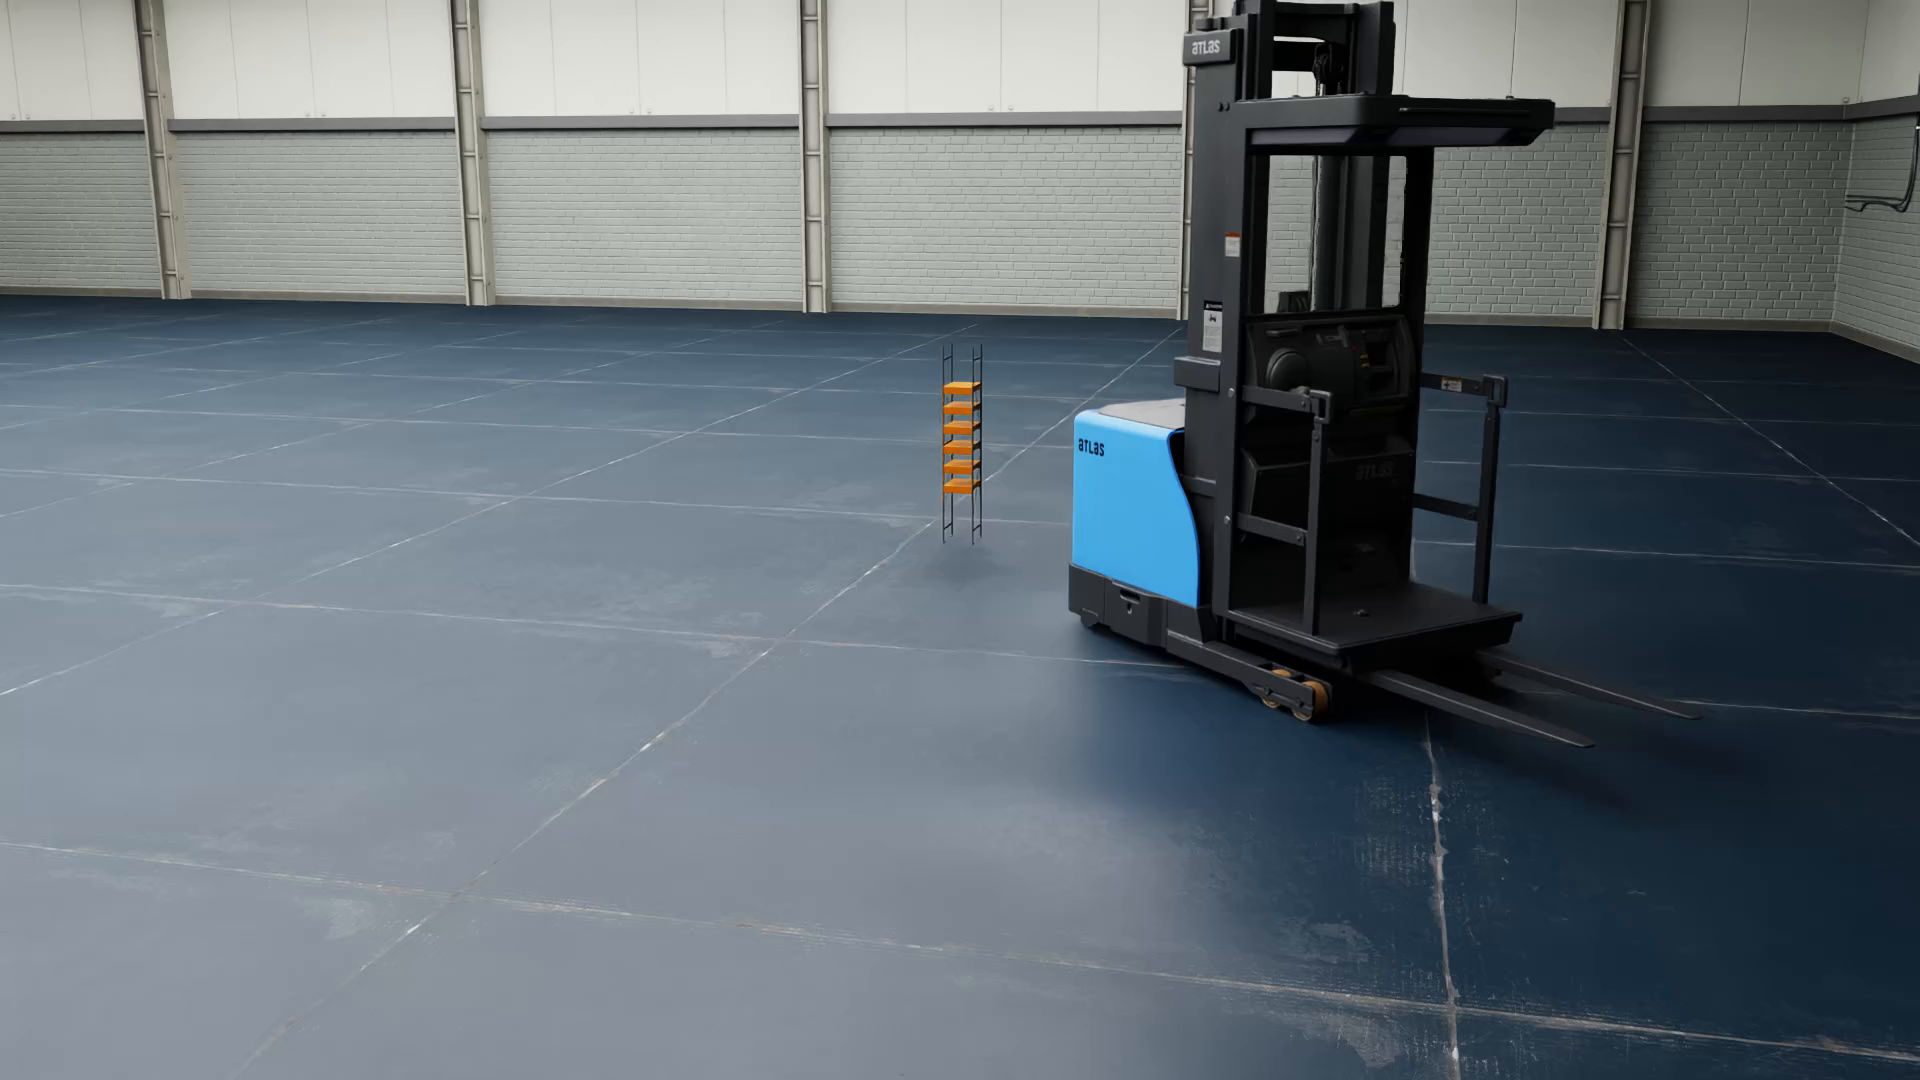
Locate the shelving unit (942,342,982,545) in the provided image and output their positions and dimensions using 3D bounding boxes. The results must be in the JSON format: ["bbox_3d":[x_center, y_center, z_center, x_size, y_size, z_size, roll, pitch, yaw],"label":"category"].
[{"bbox_3d":[0.014,-0.585,10.100,0.189,1.200,0.258,3,13,14],"label":"shelving unit"}]

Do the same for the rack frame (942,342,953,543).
[{"bbox_3d":[-0.075,-0.590,10.122,0.006,1.200,0.240,3,13,14],"label":"rack frame"}]

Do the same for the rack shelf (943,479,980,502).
[{"bbox_3d":[0.014,-0.307,10.162,0.180,0.103,0.258,3,13,14],"label":"rack shelf"}]

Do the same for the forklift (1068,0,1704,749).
[{"bbox_3d":[1.729,-0.797,7.061,1.130,2.935,3.031,-7,14,-30],"label":"forklift"}]

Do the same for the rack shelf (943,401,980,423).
[{"bbox_3d":[0.014,-0.776,10.058,0.180,0.103,0.258,3,13,14],"label":"rack shelf"}]

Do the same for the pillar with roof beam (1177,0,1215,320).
[{"bbox_3d":[2.496,-6.857,20.366,0.400,9.000,9.100,3,13,14],"label":"pillar with roof beam"}]

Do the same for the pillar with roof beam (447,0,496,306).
[{"bbox_3d":[-9.154,-7.480,23.173,0.400,9.000,9.100,3,13,14],"label":"pillar with roof beam"}]

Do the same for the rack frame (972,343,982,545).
[{"bbox_3d":[0.103,-0.580,10.079,0.006,1.200,0.240,3,13,14],"label":"rack frame"}]

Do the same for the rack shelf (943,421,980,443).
[{"bbox_3d":[0.014,-0.659,10.084,0.180,0.103,0.258,3,13,14],"label":"rack shelf"}]

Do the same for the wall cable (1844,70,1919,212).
[{"bbox_3d":[11.896,-5.504,21.437,0.112,2.526,3.097,3,13,14],"label":"wall cable"}]

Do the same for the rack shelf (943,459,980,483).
[{"bbox_3d":[0.014,-0.424,10.136,0.180,0.103,0.258,3,13,14],"label":"rack shelf"}]

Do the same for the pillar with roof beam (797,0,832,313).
[{"bbox_3d":[-3.329,-7.169,21.769,0.400,9.000,9.100,3,13,14],"label":"pillar with roof beam"}]

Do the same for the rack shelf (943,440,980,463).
[{"bbox_3d":[0.014,-0.542,10.110,0.180,0.103,0.258,3,13,14],"label":"rack shelf"}]

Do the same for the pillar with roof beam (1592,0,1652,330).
[{"bbox_3d":[8.321,-6.546,18.962,0.400,9.000,9.100,3,13,14],"label":"pillar with roof beam"}]

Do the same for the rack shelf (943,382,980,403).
[{"bbox_3d":[0.014,-0.893,10.032,0.180,0.103,0.258,3,13,14],"label":"rack shelf"}]

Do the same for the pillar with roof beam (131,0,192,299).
[{"bbox_3d":[-14.980,-7.792,24.576,0.400,9.000,9.100,3,13,14],"label":"pillar with roof beam"}]
